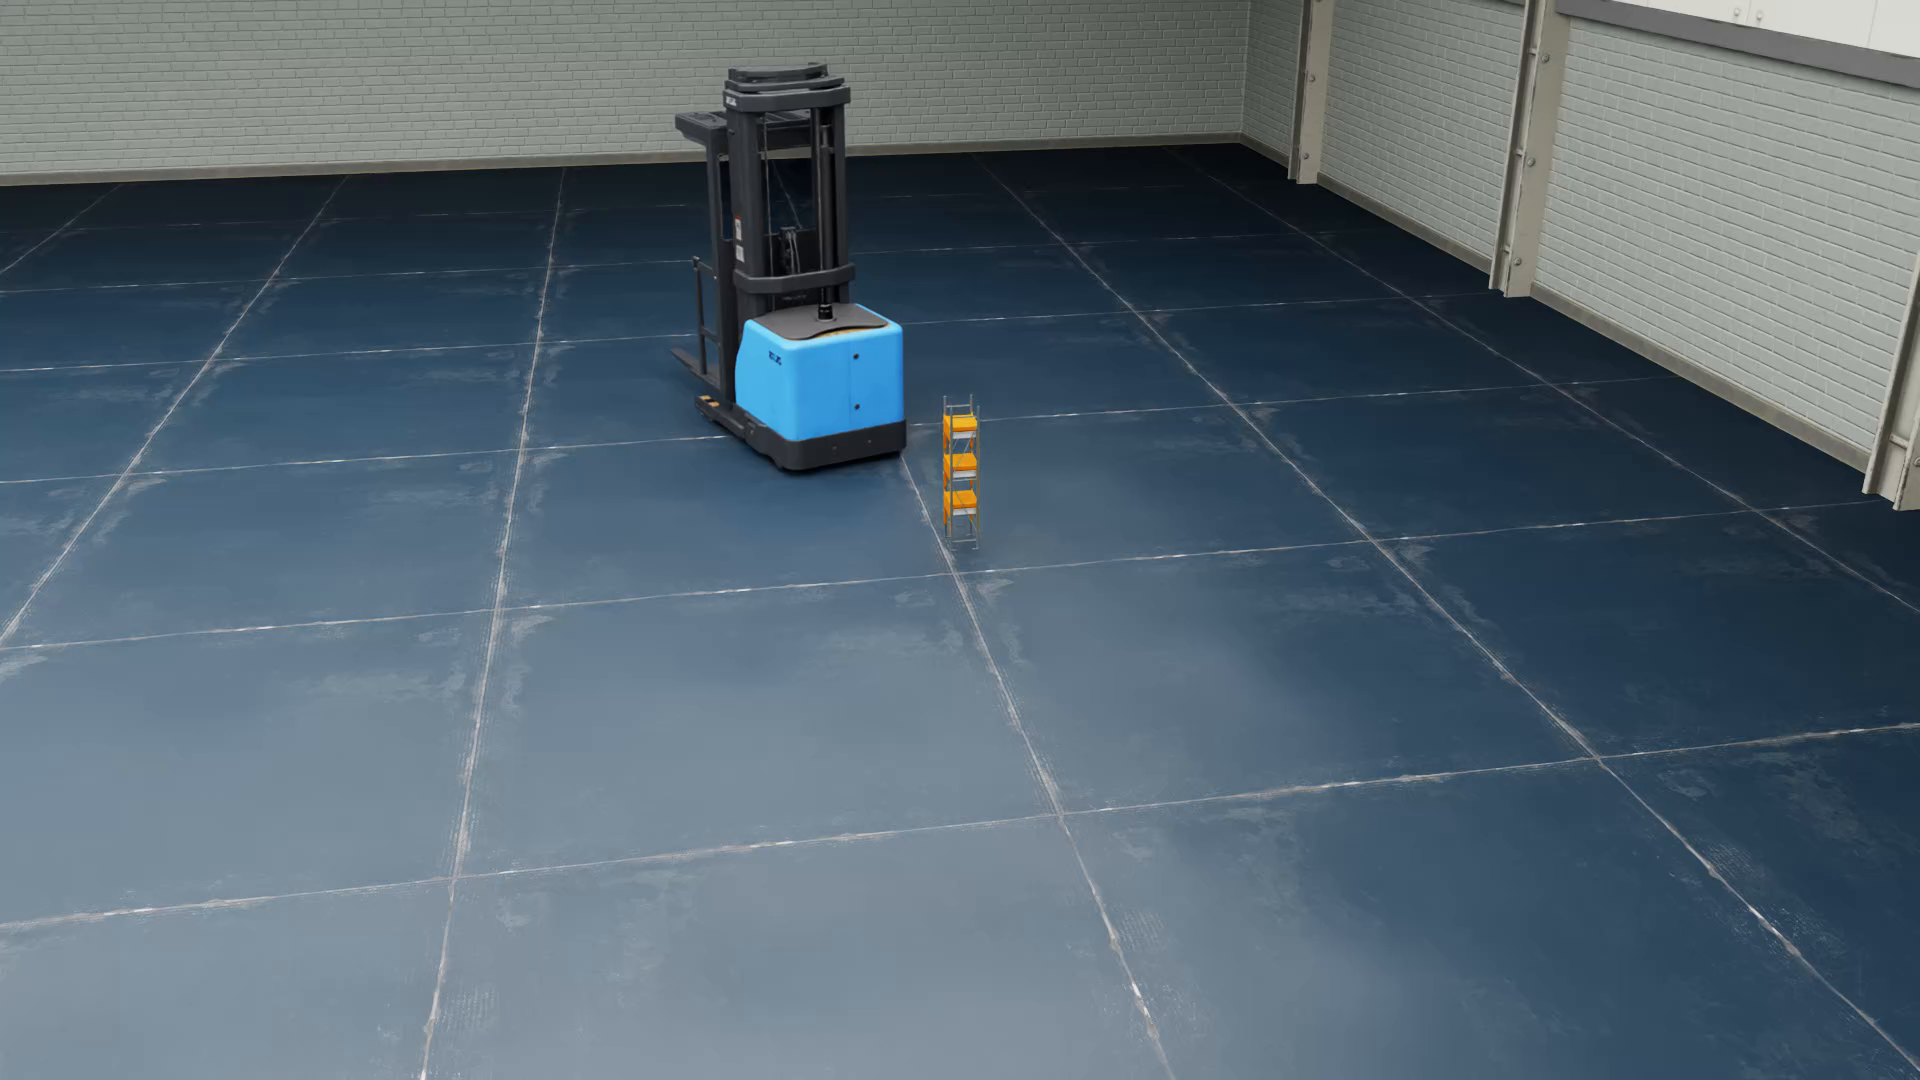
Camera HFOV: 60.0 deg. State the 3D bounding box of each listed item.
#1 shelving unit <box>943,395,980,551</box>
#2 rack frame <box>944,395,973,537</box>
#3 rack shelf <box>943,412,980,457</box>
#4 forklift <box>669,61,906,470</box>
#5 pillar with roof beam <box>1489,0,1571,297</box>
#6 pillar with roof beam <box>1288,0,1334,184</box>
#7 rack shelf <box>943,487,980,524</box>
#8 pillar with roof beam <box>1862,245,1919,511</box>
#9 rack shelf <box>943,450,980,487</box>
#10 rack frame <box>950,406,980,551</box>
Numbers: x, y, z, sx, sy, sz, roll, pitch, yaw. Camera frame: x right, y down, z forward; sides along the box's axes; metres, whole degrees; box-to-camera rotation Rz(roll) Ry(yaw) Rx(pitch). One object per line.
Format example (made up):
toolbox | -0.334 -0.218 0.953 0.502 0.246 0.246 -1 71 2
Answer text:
shelving unit | 0.010 -0.460 11.492 0.215 1.050 0.252 -4 24 -10
rack frame | -0.013 -0.508 11.602 0.200 1.050 0.008 -4 24 -10
rack shelf | 0.010 -0.710 11.382 0.215 0.259 0.240 -4 24 -10
forklift | -1.604 -2.427 13.645 1.130 2.935 3.031 -13 27 -27
pillar with roof beam | 1.676 -6.469 15.319 9.100 9.000 0.400 -4 24 -10
pillar with roof beam | 0.566 -8.829 20.723 9.100 9.000 0.400 -4 24 -10
rack shelf | 0.010 -0.196 11.607 0.215 0.259 0.240 -4 24 -10
pillar with roof beam | 2.785 -4.109 9.916 9.100 9.000 0.400 -4 24 -10
rack shelf | 0.010 -0.450 11.496 0.215 0.259 0.240 -4 24 -10
rack frame | 0.032 -0.412 11.382 0.200 1.050 0.008 -4 24 -10
